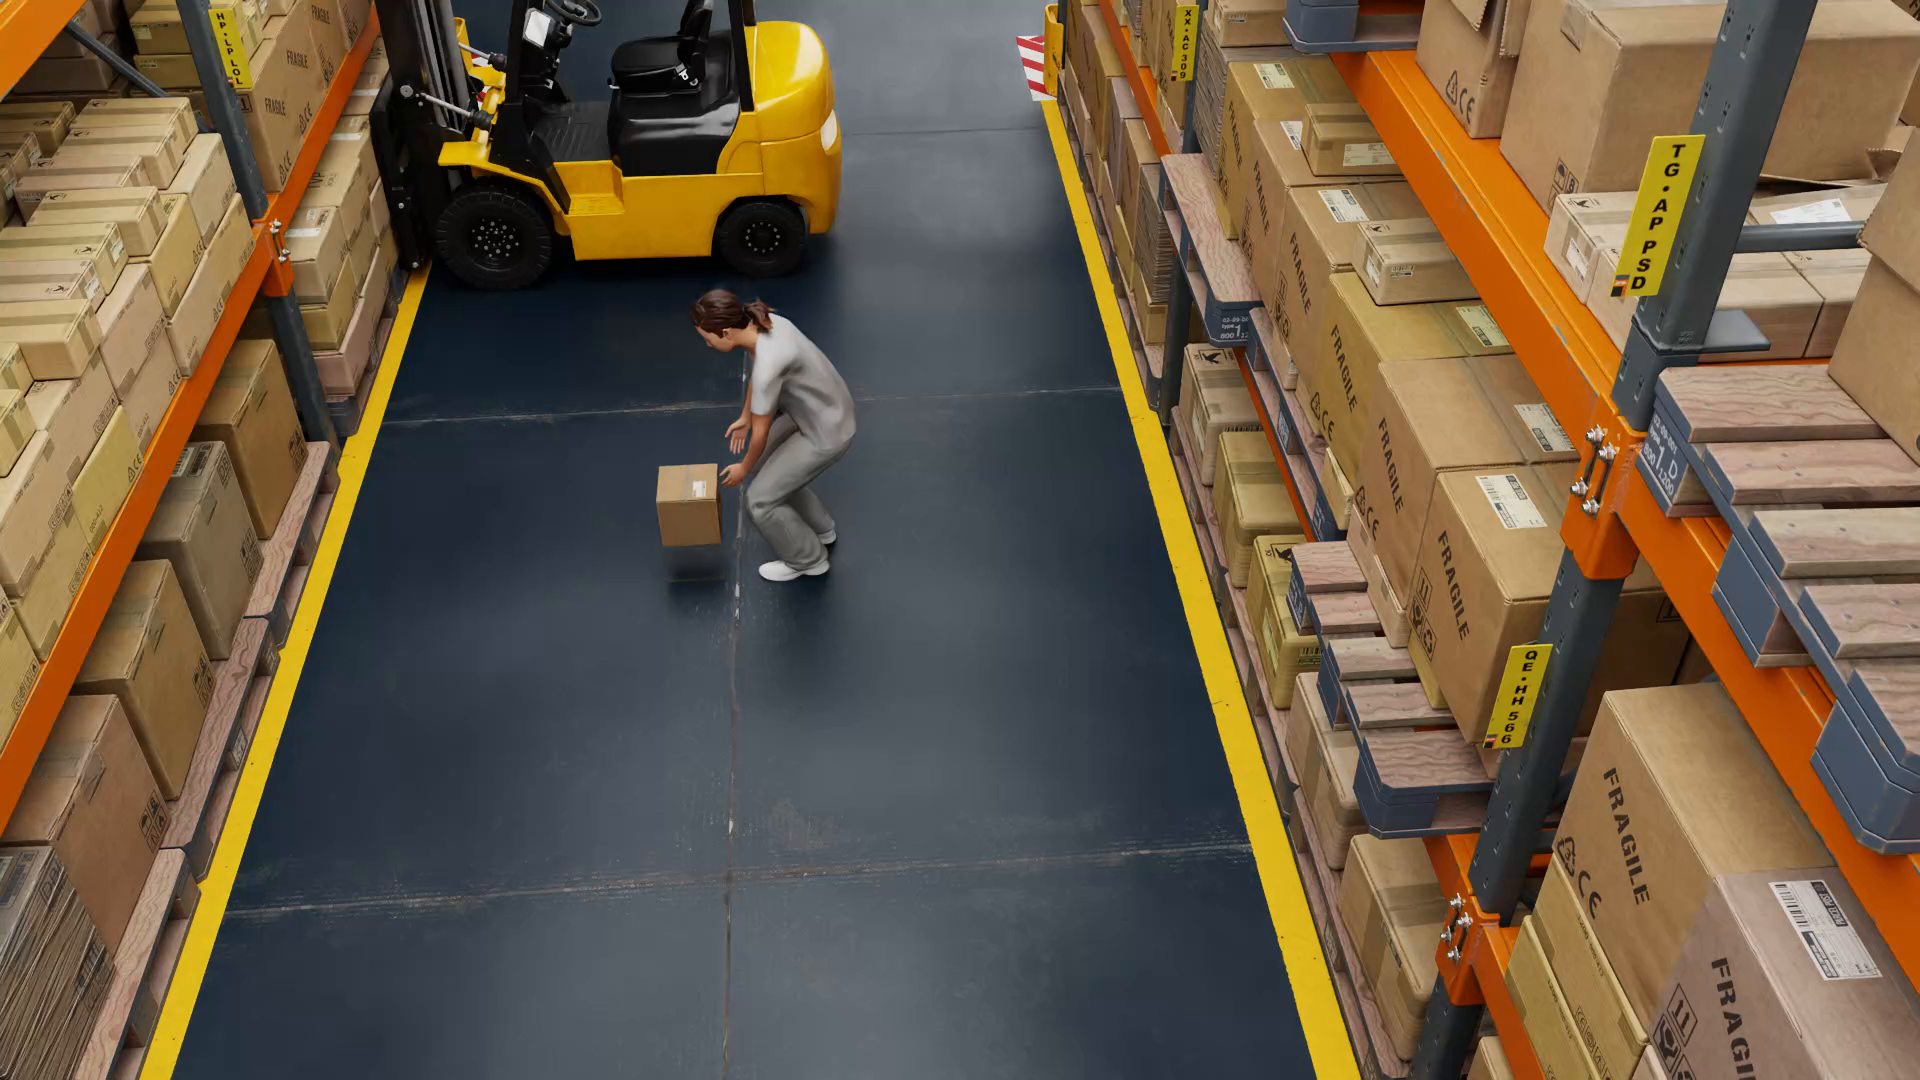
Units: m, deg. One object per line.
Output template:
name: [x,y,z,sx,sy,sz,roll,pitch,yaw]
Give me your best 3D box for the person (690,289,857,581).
person: [-0.743,-0.439,6.923,0.634,1.391,0.491,-3,39,-4]
